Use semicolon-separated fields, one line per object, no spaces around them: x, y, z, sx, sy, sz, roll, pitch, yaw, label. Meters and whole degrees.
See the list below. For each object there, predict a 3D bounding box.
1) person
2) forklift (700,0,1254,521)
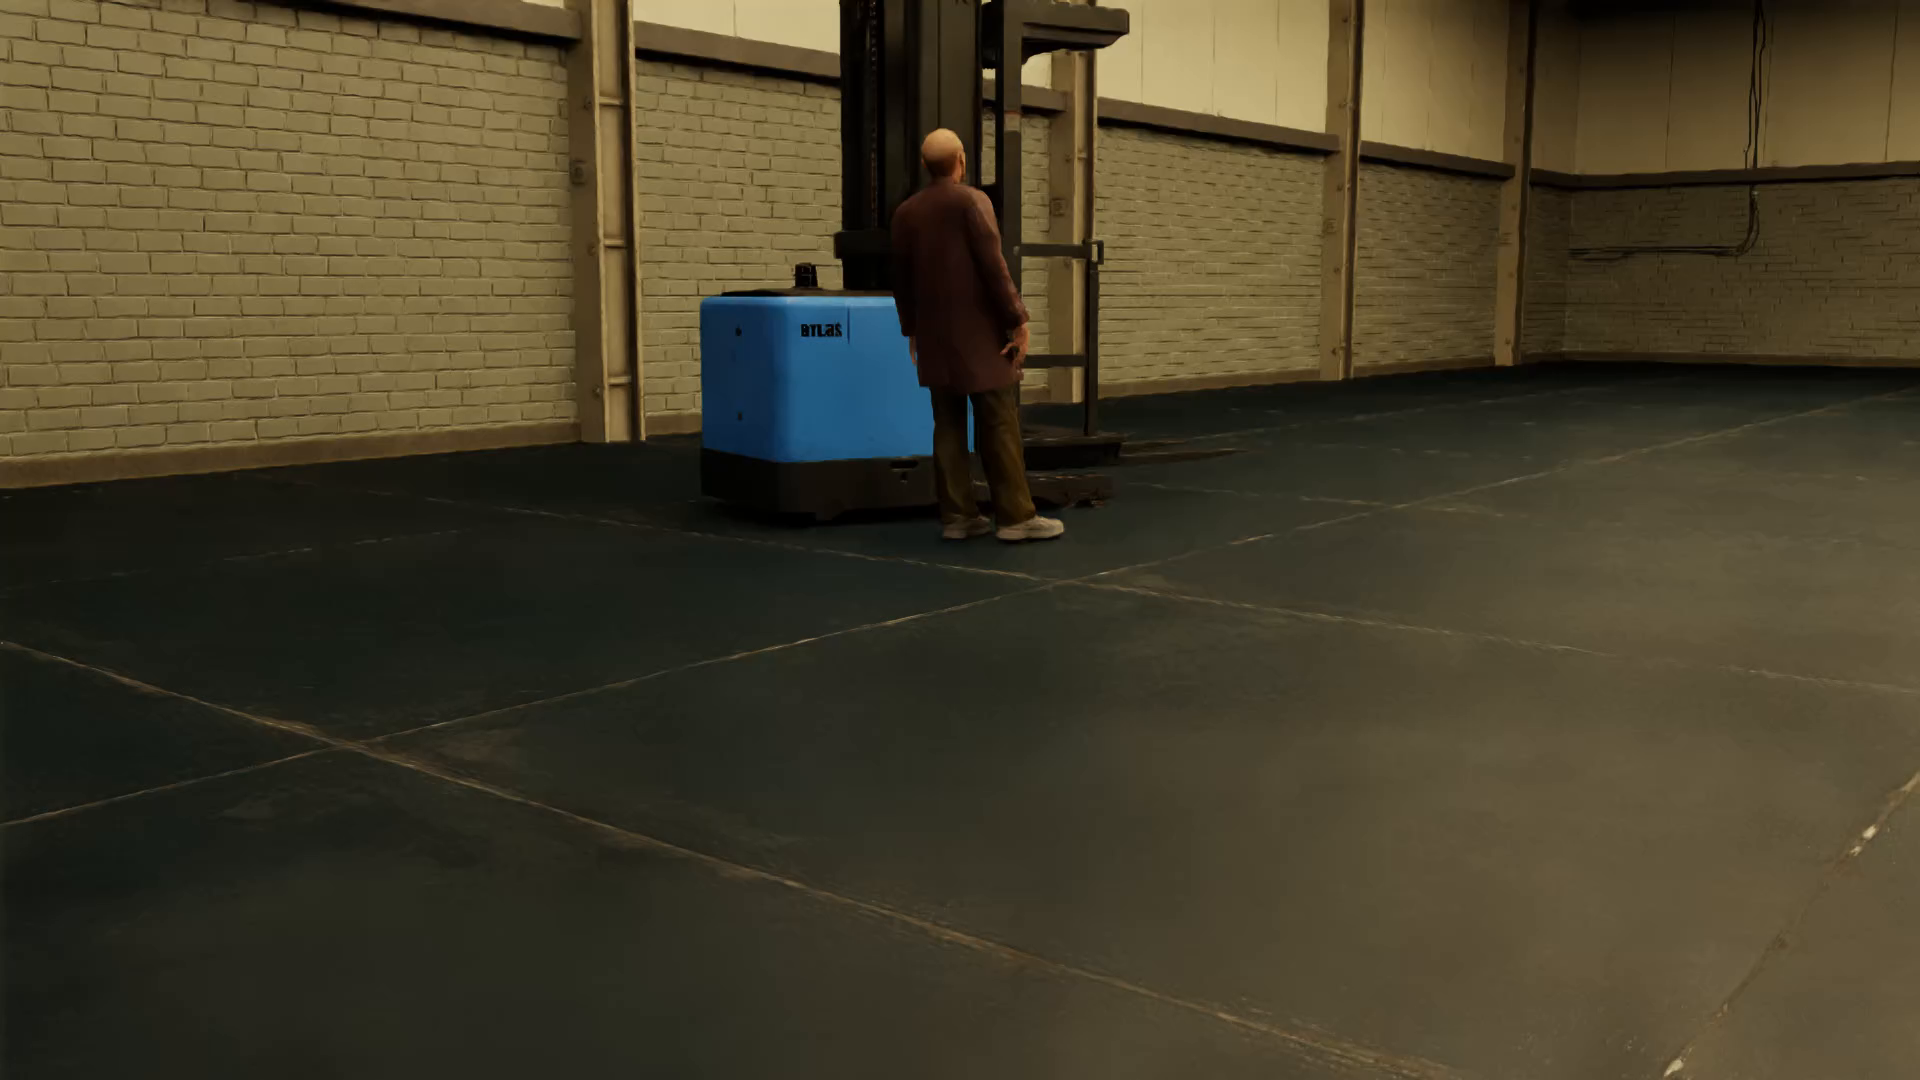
0.061;-0.896;7.343;0.694;1.776;0.580;7;11;38;person
0.195;-1.675;8.727;3.031;2.935;1.130;-5;10;-31;forklift
